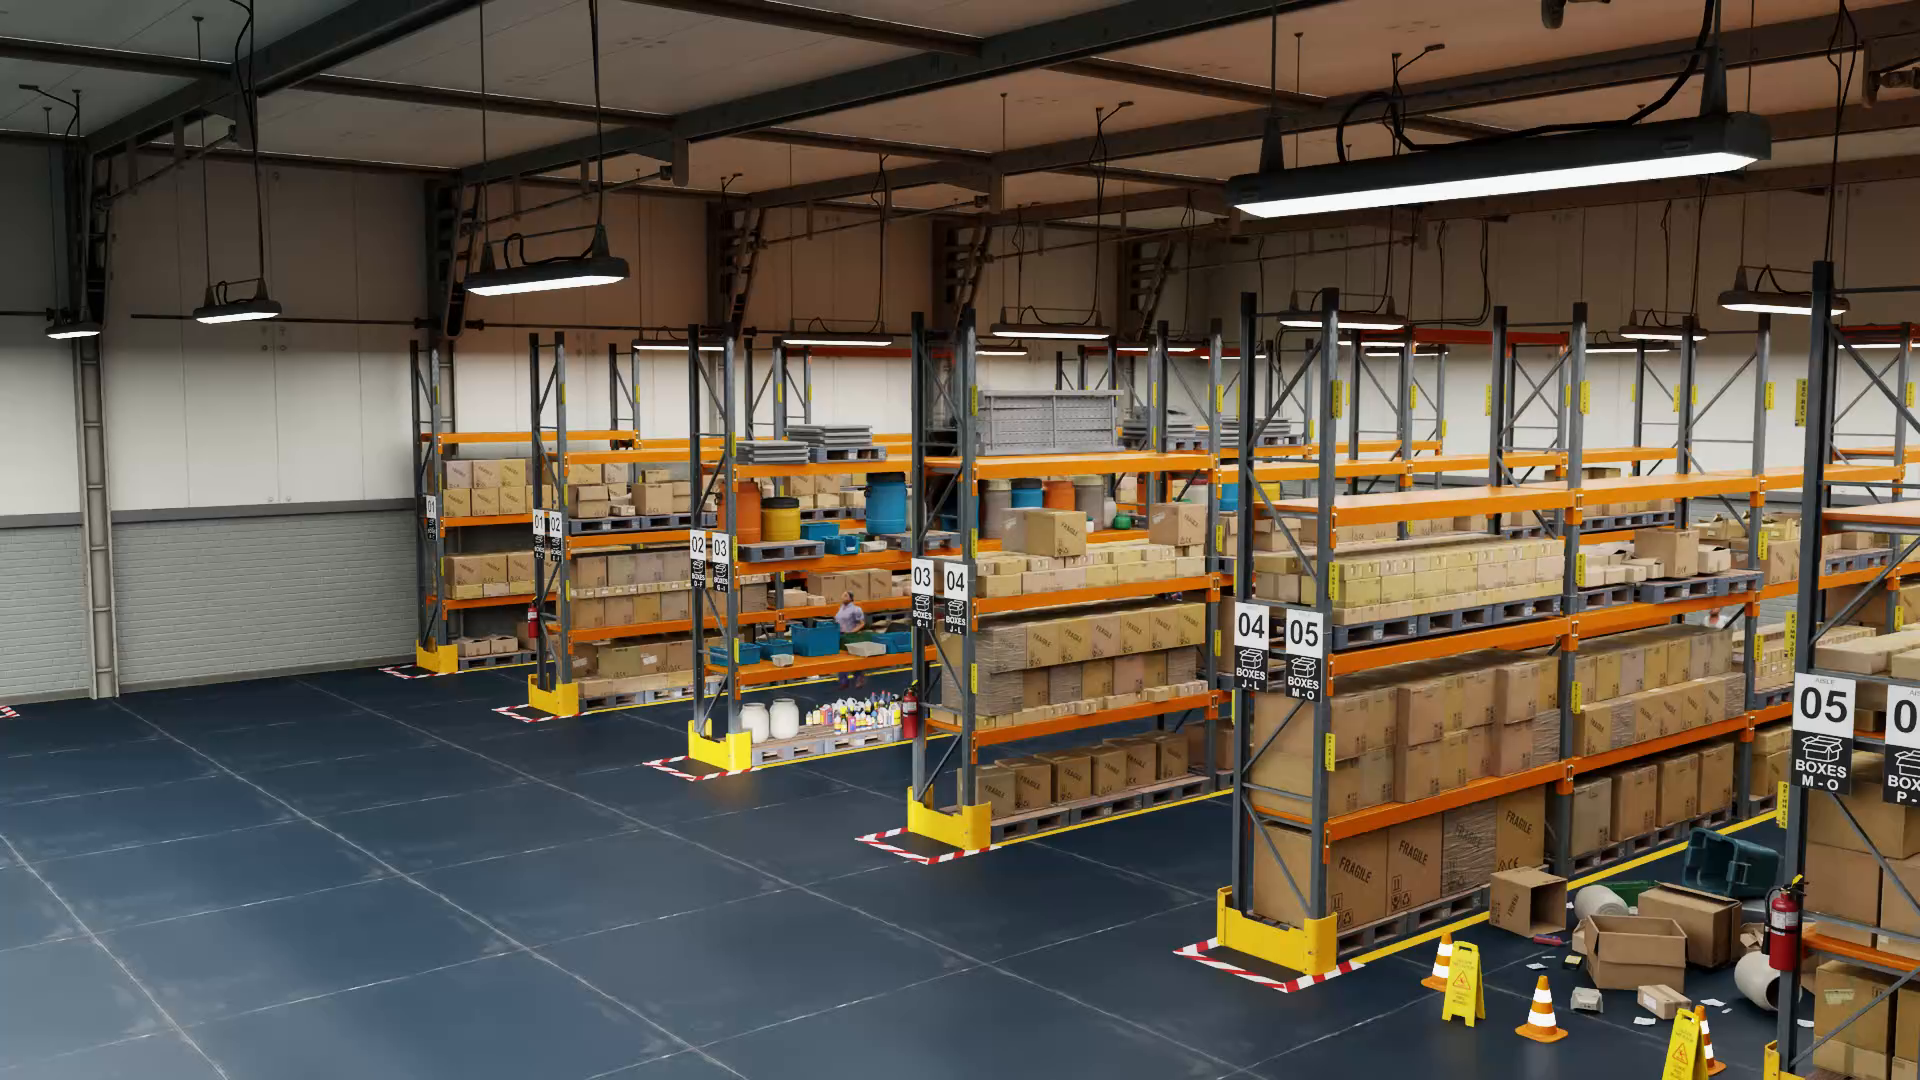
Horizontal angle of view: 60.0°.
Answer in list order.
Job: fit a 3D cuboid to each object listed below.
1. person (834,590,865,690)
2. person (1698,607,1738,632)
[{"bbox_3d":[-1.823,1.609,26.738,0.605,1.621,0.504,5,7,44],"label":"person"},{"bbox_3d":[12.213,1.822,26.847,0.680,1.742,0.646,5,7,45],"label":"person"}]
